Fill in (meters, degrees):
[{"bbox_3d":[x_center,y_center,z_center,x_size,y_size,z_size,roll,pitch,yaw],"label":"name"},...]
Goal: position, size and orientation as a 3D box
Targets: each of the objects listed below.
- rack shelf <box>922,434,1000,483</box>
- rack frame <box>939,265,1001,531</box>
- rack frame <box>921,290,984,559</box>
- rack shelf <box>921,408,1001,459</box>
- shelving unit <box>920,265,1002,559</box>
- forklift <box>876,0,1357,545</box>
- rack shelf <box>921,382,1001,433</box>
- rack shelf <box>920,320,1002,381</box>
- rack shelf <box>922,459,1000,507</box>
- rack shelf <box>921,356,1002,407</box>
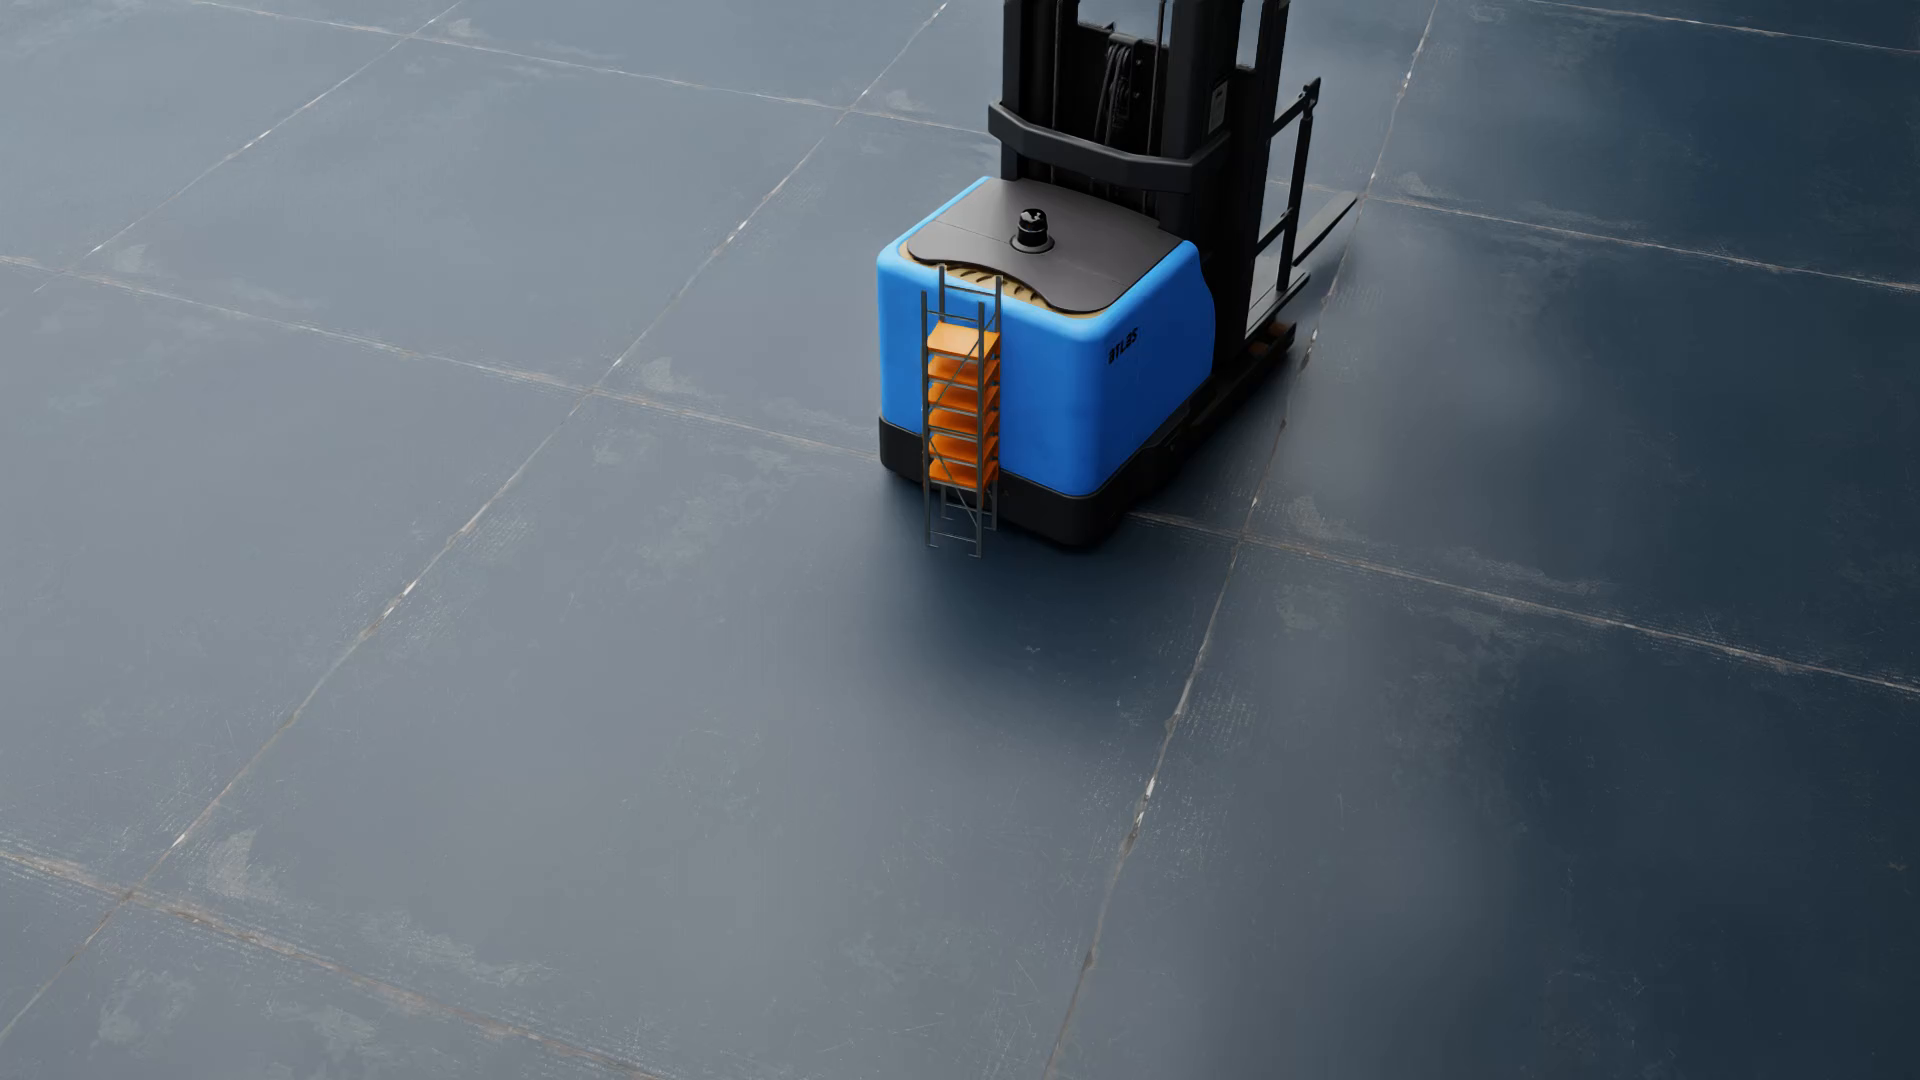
[{"bbox_3d":[0.005,-0.340,6.477,0.258,0.103,0.180,13,42,15],"label":"rack shelf"},{"bbox_3d":[0.036,-0.521,6.436,0.240,1.200,0.006,13,42,15],"label":"rack frame"},{"bbox_3d":[-0.027,-0.409,6.305,0.240,1.200,0.006,13,42,15],"label":"rack frame"},{"bbox_3d":[0.005,-0.431,6.400,0.258,0.103,0.180,13,42,15],"label":"rack shelf"},{"bbox_3d":[0.005,-0.465,6.371,0.258,1.200,0.189,13,42,15],"label":"shelving unit"},{"bbox_3d":[0.902,-2.016,6.855,1.130,2.935,3.031,24,46,25],"label":"forklift"},{"bbox_3d":[0.005,-0.523,6.322,0.258,0.103,0.180,13,42,15],"label":"rack shelf"},{"bbox_3d":[0.005,-0.705,6.166,0.258,0.103,0.180,13,42,15],"label":"rack shelf"},{"bbox_3d":[0.005,-0.249,6.555,0.258,0.103,0.180,13,42,15],"label":"rack shelf"},{"bbox_3d":[0.005,-0.614,6.244,0.258,0.103,0.180,13,42,15],"label":"rack shelf"}]
